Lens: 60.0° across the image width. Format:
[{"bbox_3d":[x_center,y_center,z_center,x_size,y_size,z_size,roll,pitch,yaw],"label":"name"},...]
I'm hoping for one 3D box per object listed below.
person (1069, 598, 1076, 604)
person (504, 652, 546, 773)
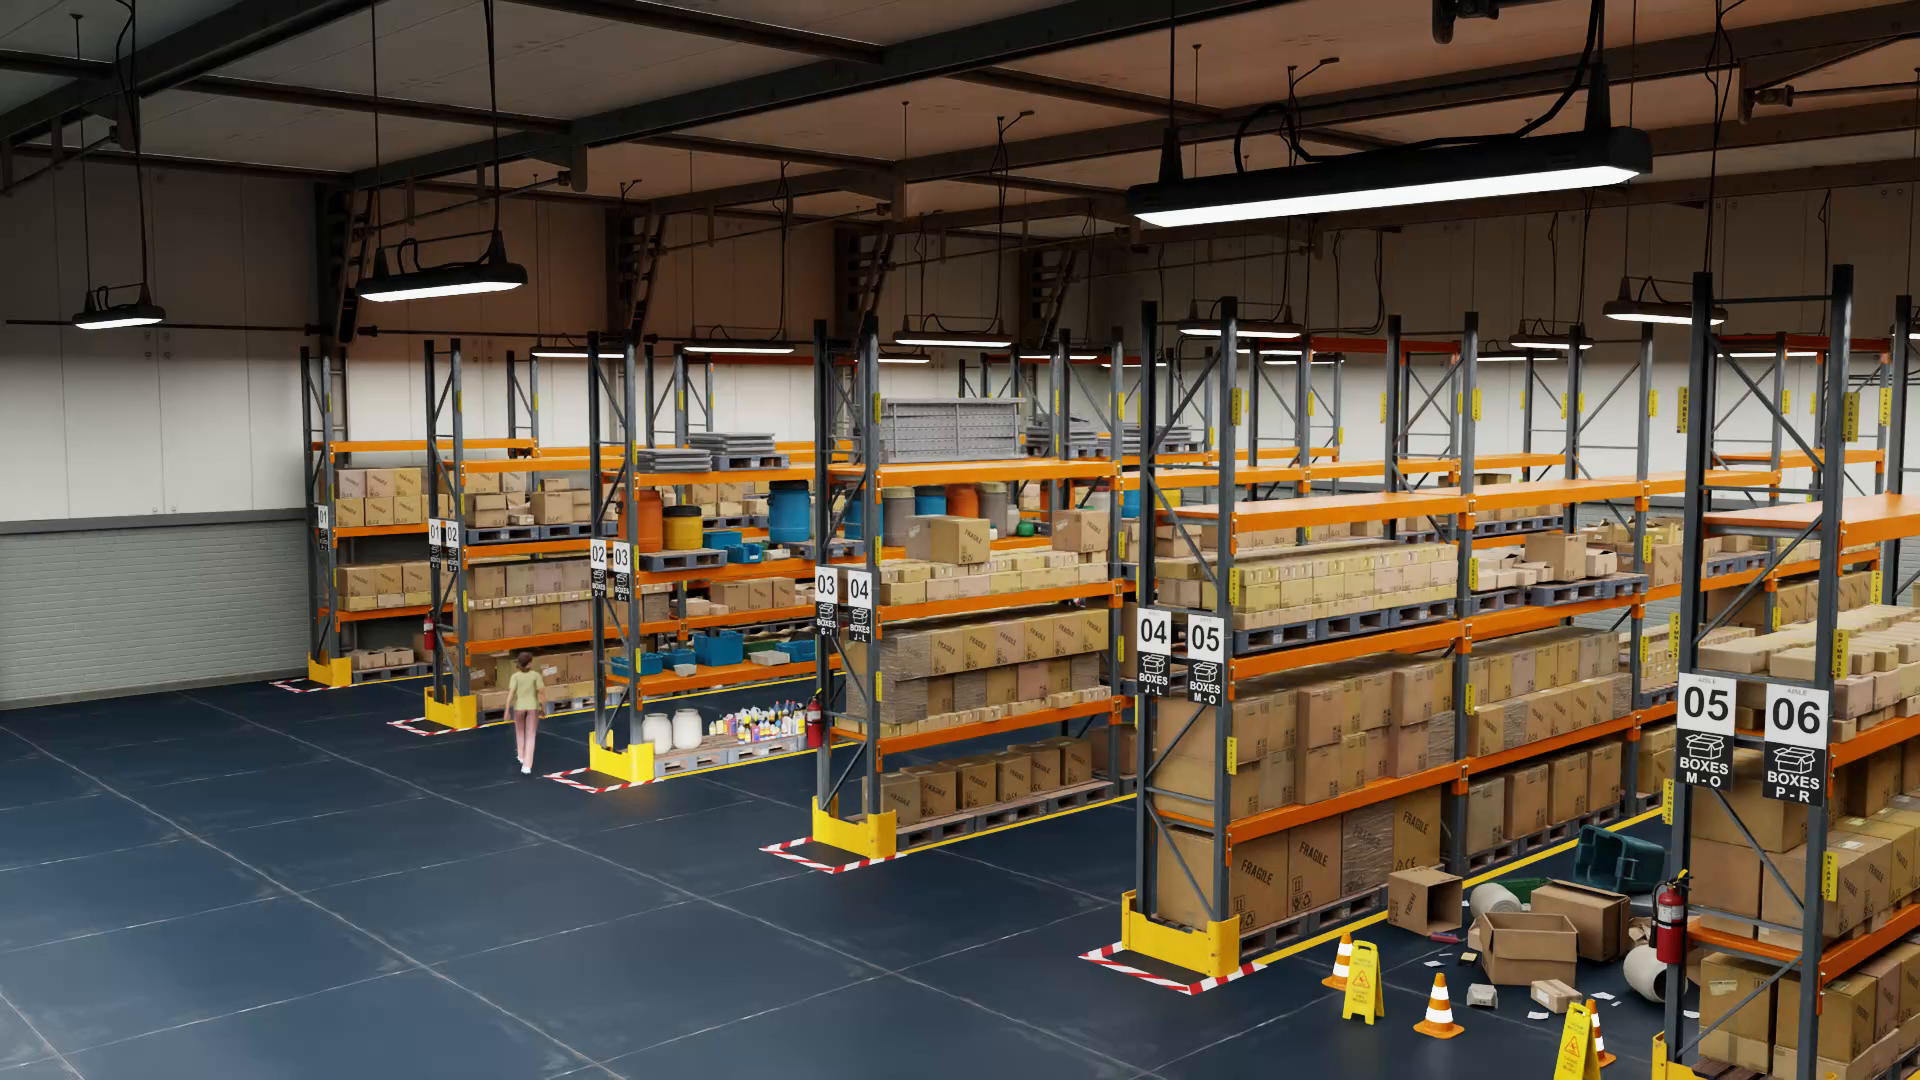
[{"bbox_3d":[2.195,1.385,33.511,0.872,1.635,0.492,-5,7,-45],"label":"person"},{"bbox_3d":[-5.959,2.326,22.855,0.539,1.605,1.021,-1,5,-8],"label":"person"}]
